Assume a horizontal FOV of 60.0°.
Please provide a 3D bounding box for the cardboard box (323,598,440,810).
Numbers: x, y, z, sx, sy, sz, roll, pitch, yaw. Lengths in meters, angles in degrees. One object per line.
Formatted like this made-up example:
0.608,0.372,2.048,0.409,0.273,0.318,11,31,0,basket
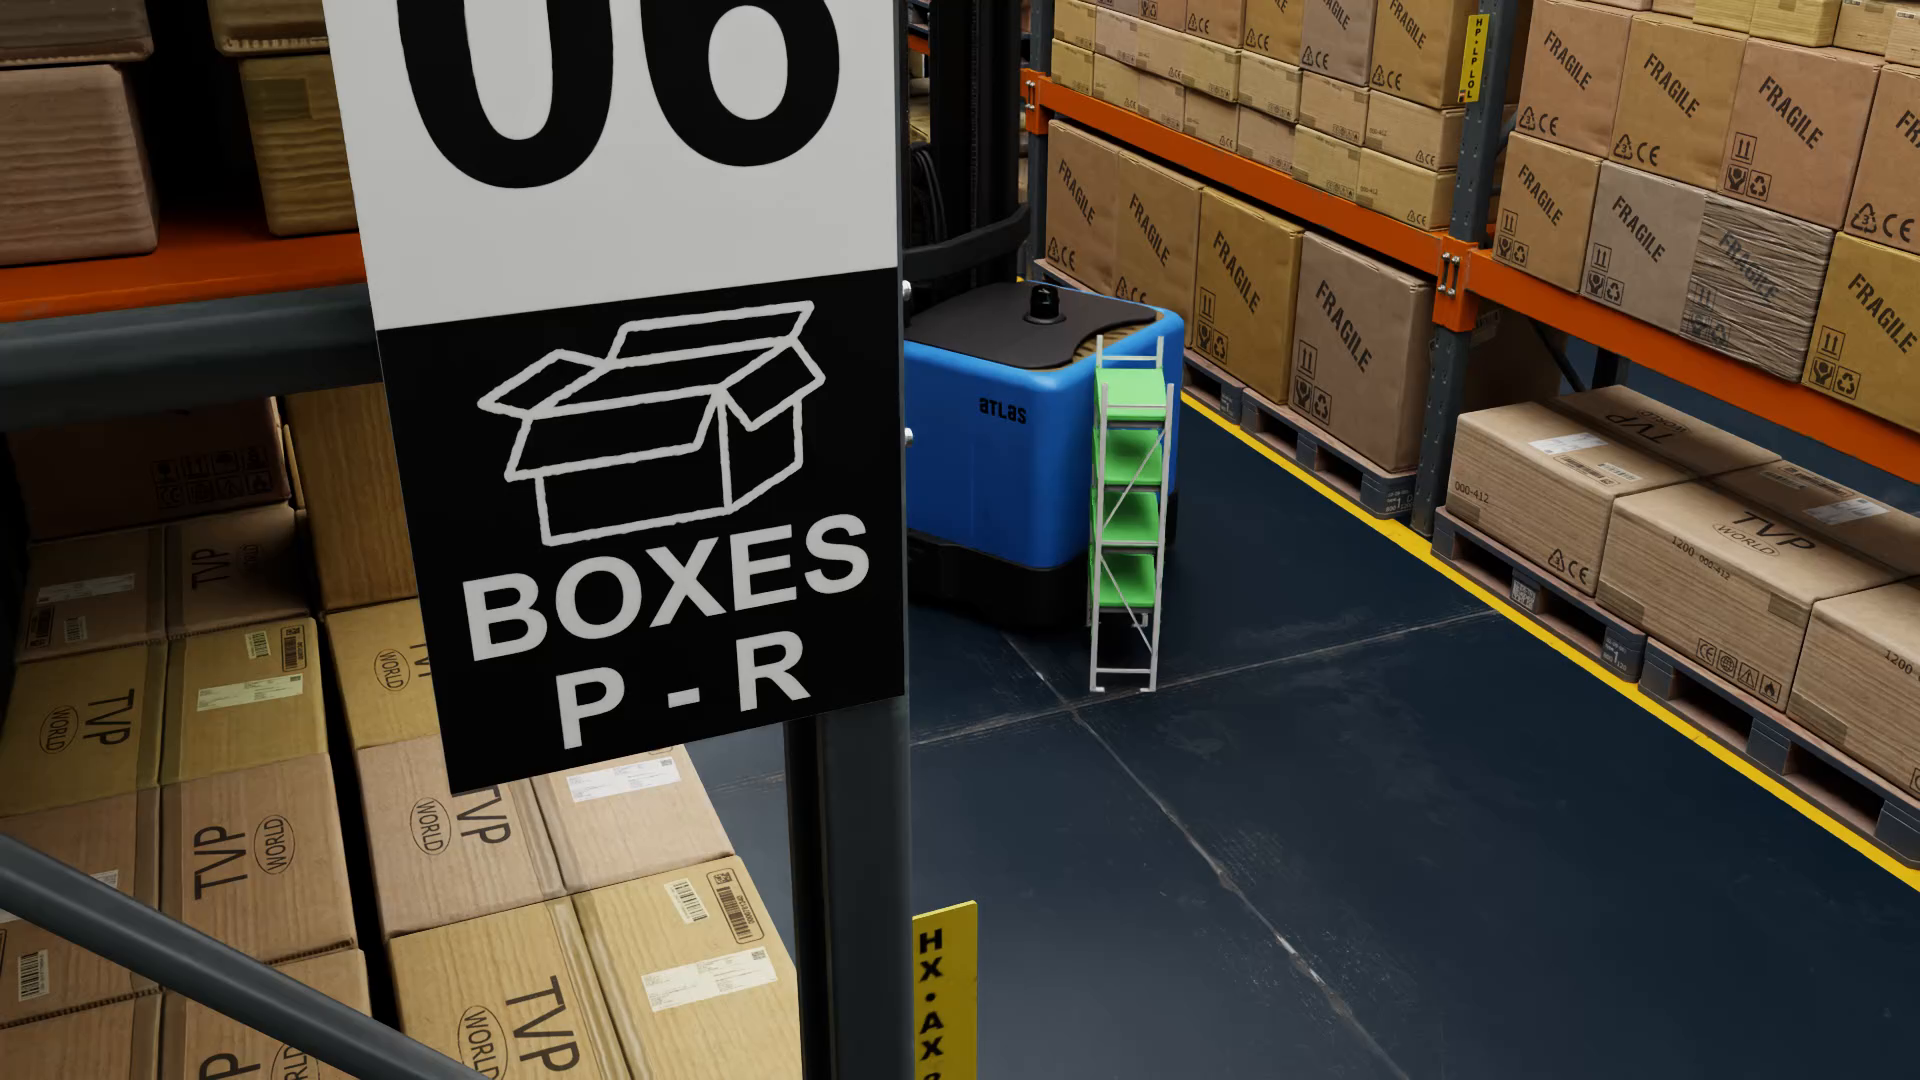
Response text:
-0.857,0.305,3.037,0.500,0.250,0.500,-11,28,-22,cardboard box

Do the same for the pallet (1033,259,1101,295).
1.144,-1.491,10.063,1.003,0.211,1.213,-11,28,-21,pallet

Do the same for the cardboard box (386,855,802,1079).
-0.458,0.713,2.203,0.500,0.250,0.500,-10,28,-20,cardboard box

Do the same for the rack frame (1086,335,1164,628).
0.618,-0.200,6.292,0.240,1.200,0.015,1,26,2,rack frame

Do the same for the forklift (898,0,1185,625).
-0.566,-1.485,6.950,3.031,2.935,1.130,18,31,32,forklift

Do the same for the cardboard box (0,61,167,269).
-0.866,-0.316,1.345,0.380,0.149,0.250,-10,28,-19,cardboard box

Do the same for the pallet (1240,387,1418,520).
2.100,-0.506,8.046,1.003,0.211,1.213,-11,28,-21,pallet

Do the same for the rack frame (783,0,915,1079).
-0.528,1.009,1.765,1.000,3.000,0.127,-11,28,-21,rack frame

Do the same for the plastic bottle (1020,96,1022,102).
0.558,-4.213,15.809,0.133,0.061,0.283,-6,27,-12,plastic bottle

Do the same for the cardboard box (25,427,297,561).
-1.746,-0.016,3.696,0.500,0.250,0.500,-10,28,-19,cardboard box

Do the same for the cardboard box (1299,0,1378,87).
1.856,-2.299,7.287,0.500,0.500,0.500,-10,28,-20,cardboard box

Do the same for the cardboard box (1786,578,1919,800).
3.321,0.500,5.249,0.875,0.438,0.875,-10,28,-19,cardboard box

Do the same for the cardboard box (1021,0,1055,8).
0.471,-3.578,10.228,0.500,0.500,0.500,-11,28,-22,cardboard box

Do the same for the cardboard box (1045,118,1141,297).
1.099,-2.016,9.903,0.875,0.875,0.875,-11,28,-21,cardboard box

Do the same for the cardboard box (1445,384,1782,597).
2.618,-0.226,6.735,0.875,0.438,0.875,-11,28,-21,cardboard box

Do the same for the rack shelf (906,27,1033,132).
0.121,-3.559,11.941,1.077,0.370,4.000,-11,28,-21,rack shelf

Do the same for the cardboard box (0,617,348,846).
-1.343,0.393,2.858,0.500,0.250,0.500,-10,28,-19,cardboard box

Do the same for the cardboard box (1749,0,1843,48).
2.728,-1.654,5.227,0.380,0.149,0.250,-11,28,-22,cardboard box

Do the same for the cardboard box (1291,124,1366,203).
1.865,-1.737,7.559,0.500,0.250,0.500,-11,28,-21,cardboard box

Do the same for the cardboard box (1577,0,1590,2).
2.356,-2.074,6.086,0.380,0.149,0.250,-11,28,-21,cardboard box

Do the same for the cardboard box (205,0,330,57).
-0.450,-0.632,1.538,0.500,0.250,0.500,-11,28,-21,cardboard box

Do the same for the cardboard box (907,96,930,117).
-0.169,-3.197,12.895,0.950,0.372,0.625,-9,27,-17,cardboard box

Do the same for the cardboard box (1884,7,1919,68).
2.935,-1.456,4.820,0.380,0.149,0.250,-10,28,-20,cardboard box

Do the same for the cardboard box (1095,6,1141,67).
1.077,-2.777,9.119,0.500,0.250,0.500,-10,28,-19,cardboard box

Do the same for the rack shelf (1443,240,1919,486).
3.254,-0.330,5.326,1.077,0.370,4.000,-11,28,-21,rack shelf

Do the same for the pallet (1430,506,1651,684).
2.697,0.113,6.778,1.003,0.211,1.213,-11,28,-21,pallet

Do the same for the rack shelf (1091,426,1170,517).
0.608,-0.251,5.996,0.258,0.148,0.480,1,26,2,rack shelf

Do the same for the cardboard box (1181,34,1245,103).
1.448,-2.366,8.279,0.500,0.250,0.500,-10,28,-20,cardboard box

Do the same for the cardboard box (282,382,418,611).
-1.046,-0.229,3.278,0.500,0.500,0.500,-10,28,-19,cardboard box

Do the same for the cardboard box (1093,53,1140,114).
1.082,-2.563,9.251,0.500,0.250,0.500,-11,28,-22,cardboard box

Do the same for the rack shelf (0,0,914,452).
-1.311,-0.823,2.918,1.077,0.370,4.000,-11,28,-21,rack shelf

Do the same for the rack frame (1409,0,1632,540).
2.471,-1.460,6.822,1.000,3.000,0.127,-11,28,-21,rack frame

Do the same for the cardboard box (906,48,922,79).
-0.644,-4.265,14.366,0.500,0.500,0.500,-9,27,-18,cardboard box

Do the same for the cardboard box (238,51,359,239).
-0.439,-0.395,1.507,0.380,0.149,0.250,-10,28,-20,cardboard box

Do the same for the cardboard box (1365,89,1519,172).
2.075,-1.754,7.024,0.500,0.250,0.500,-11,28,-21,cardboard box

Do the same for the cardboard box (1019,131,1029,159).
0.396,-2.609,11.692,0.950,0.372,0.625,-11,28,-22,cardboard box

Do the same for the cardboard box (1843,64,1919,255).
3.012,-1.103,4.837,0.500,0.500,0.500,-11,28,-21,cardboard box

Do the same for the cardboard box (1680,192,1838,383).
2.796,-0.865,5.489,0.500,0.500,0.500,-10,28,-20,cardboard box

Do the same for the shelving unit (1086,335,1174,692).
0.608,-0.093,6.073,0.258,1.200,0.503,1,26,2,shelving unit

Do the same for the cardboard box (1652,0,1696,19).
2.610,-1.877,5.683,0.380,0.149,0.250,-11,28,-21,cardboard box

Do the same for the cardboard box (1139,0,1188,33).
1.264,-2.918,8.555,0.500,0.500,0.500,-10,28,-19,cardboard box

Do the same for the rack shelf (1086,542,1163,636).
0.608,0.180,6.207,0.258,0.148,0.480,1,26,2,rack shelf

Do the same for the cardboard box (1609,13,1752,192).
2.627,-1.516,5.682,0.500,0.500,0.500,-11,28,-21,cardboard box

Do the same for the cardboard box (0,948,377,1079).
-0.952,0.802,2.020,0.500,0.250,0.500,-10,28,-19,cardboard box

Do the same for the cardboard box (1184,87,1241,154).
1.479,-2.151,8.408,0.500,0.250,0.500,-11,28,-21,cardboard box
